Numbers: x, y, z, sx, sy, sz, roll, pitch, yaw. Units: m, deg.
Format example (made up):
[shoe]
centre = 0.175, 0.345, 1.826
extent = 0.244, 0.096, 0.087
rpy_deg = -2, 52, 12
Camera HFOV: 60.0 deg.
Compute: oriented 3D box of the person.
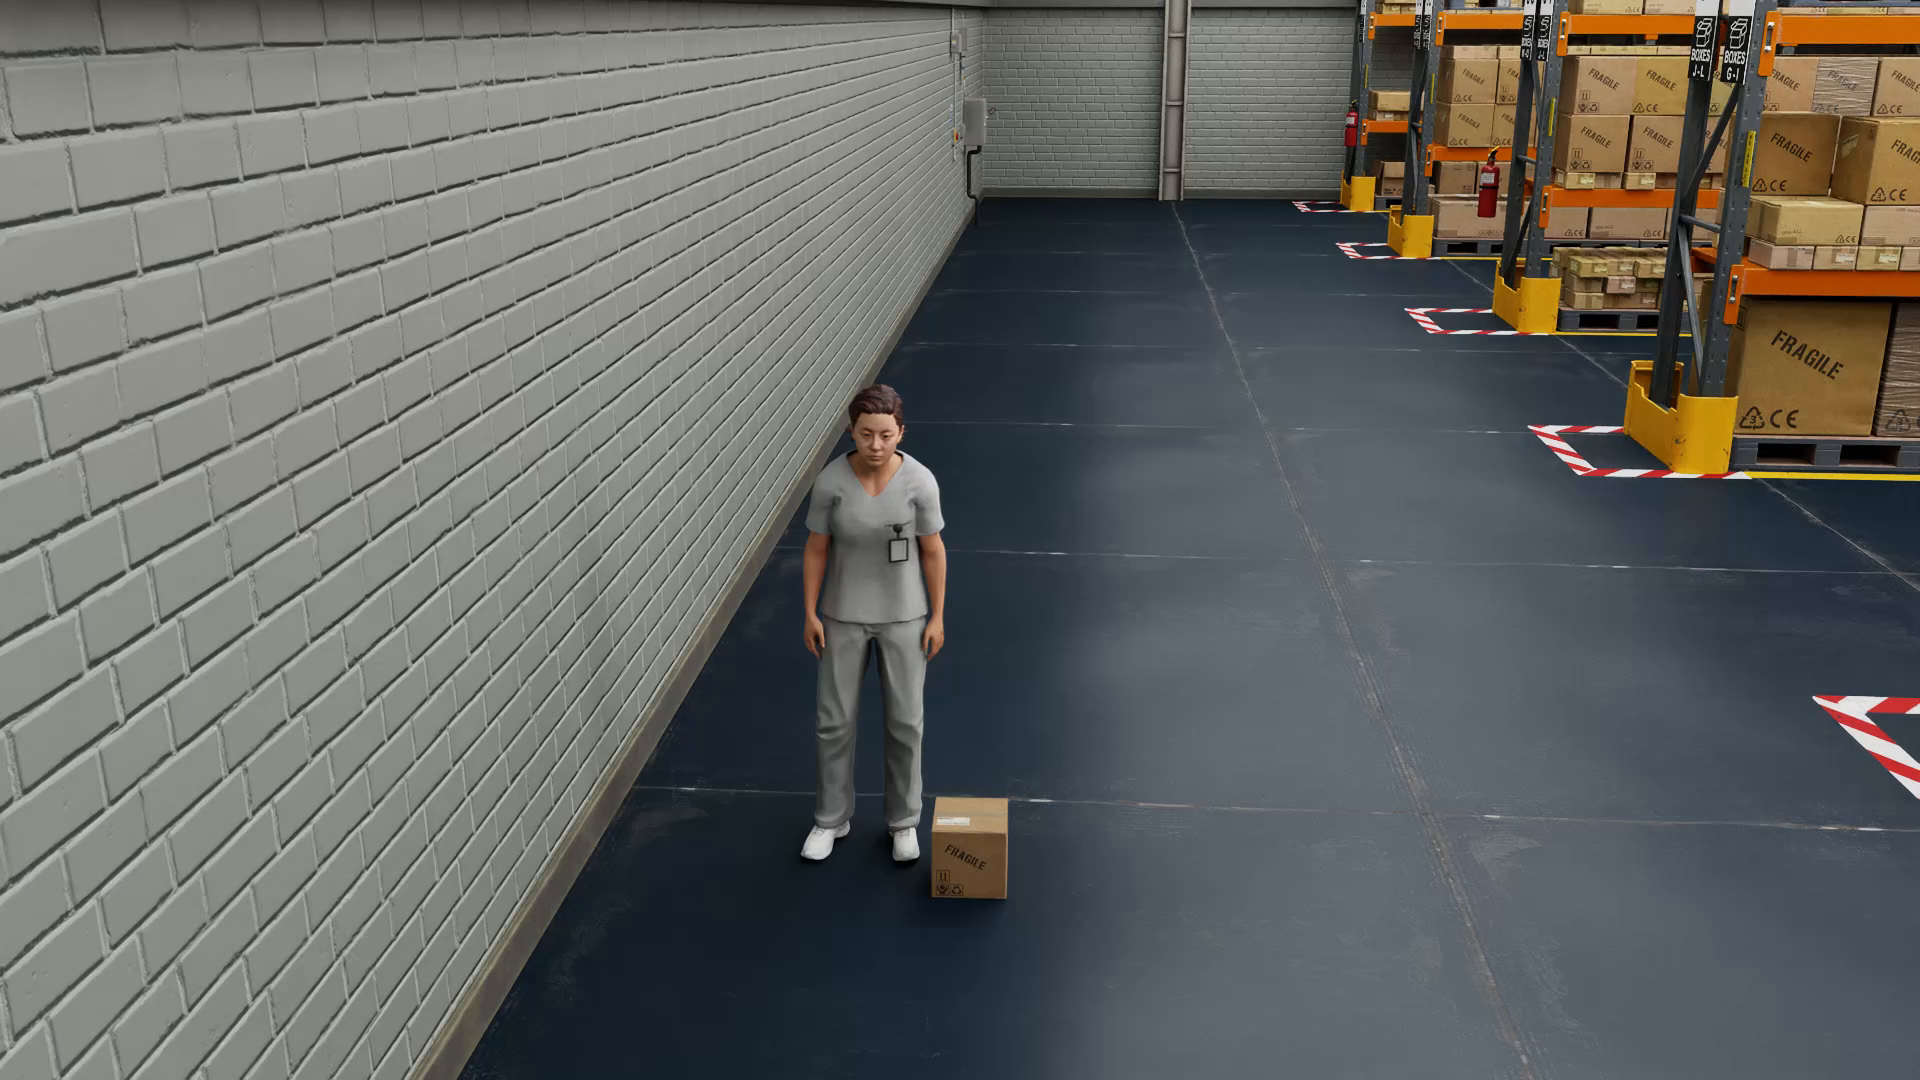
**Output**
[person]
centre = -0.300, 0.281, 5.667
extent = 0.507, 1.671, 0.358
rpy_deg = 0, 18, 1
